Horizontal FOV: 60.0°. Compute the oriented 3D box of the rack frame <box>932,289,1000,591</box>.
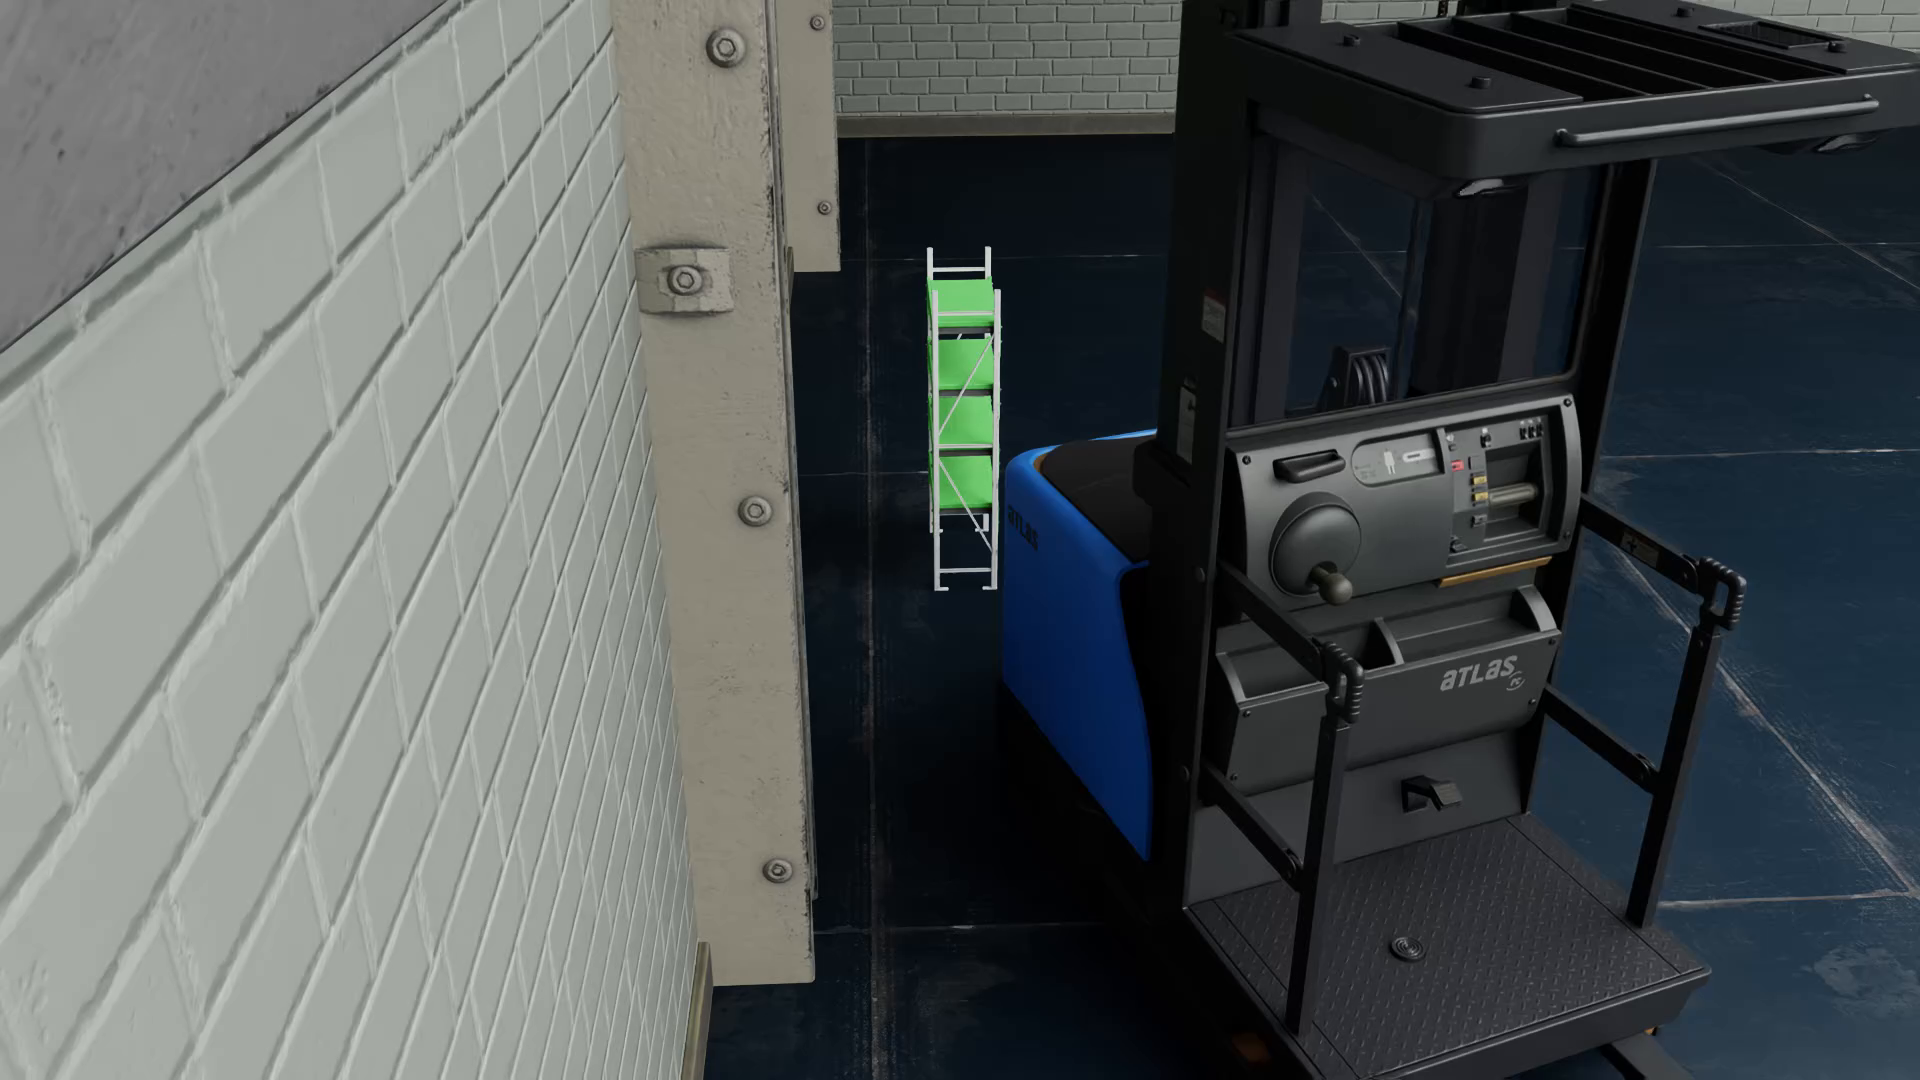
[{"bbox_3d":[0.021,-0.343,6.110,0.240,1.200,0.015,-1,28,-3],"label":"rack frame"}]

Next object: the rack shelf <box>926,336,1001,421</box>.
[{"bbox_3d":[0.009,-0.612,6.245,0.258,0.148,0.480,-1,28,-3],"label":"rack shelf"}]

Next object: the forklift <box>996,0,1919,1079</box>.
[{"bbox_3d":[1.135,-0.059,3.693,1.130,2.935,3.031,-11,29,-19],"label":"forklift"}]

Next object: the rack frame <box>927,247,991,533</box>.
[{"bbox_3d":[-0.004,-0.568,6.542,0.240,1.200,0.015,-1,28,-3],"label":"rack frame"}]

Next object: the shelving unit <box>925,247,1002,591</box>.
[{"bbox_3d":[0.009,-0.456,6.326,0.258,1.200,0.503,-1,28,-3],"label":"shelving unit"}]

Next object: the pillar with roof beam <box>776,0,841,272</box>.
[{"bbox_3d":[3.430,-5.764,8.071,9.100,9.000,0.400,-1,28,-3],"label":"pillar with roof beam"}]

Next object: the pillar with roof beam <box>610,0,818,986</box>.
[{"bbox_3d":[3.744,-2.993,2.758,9.100,9.000,0.400,-1,28,-3],"label":"pillar with roof beam"}]

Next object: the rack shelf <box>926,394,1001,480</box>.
[{"bbox_3d":[0.009,-0.399,6.356,0.258,0.148,0.480,-1,28,-3],"label":"rack shelf"}]

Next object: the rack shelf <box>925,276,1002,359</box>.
[{"bbox_3d":[0.009,-0.824,6.134,0.258,0.148,0.480,-1,28,-3],"label":"rack shelf"}]

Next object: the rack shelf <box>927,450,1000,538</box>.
[{"bbox_3d":[0.009,-0.186,6.466,0.258,0.148,0.480,-1,28,-3],"label":"rack shelf"}]
